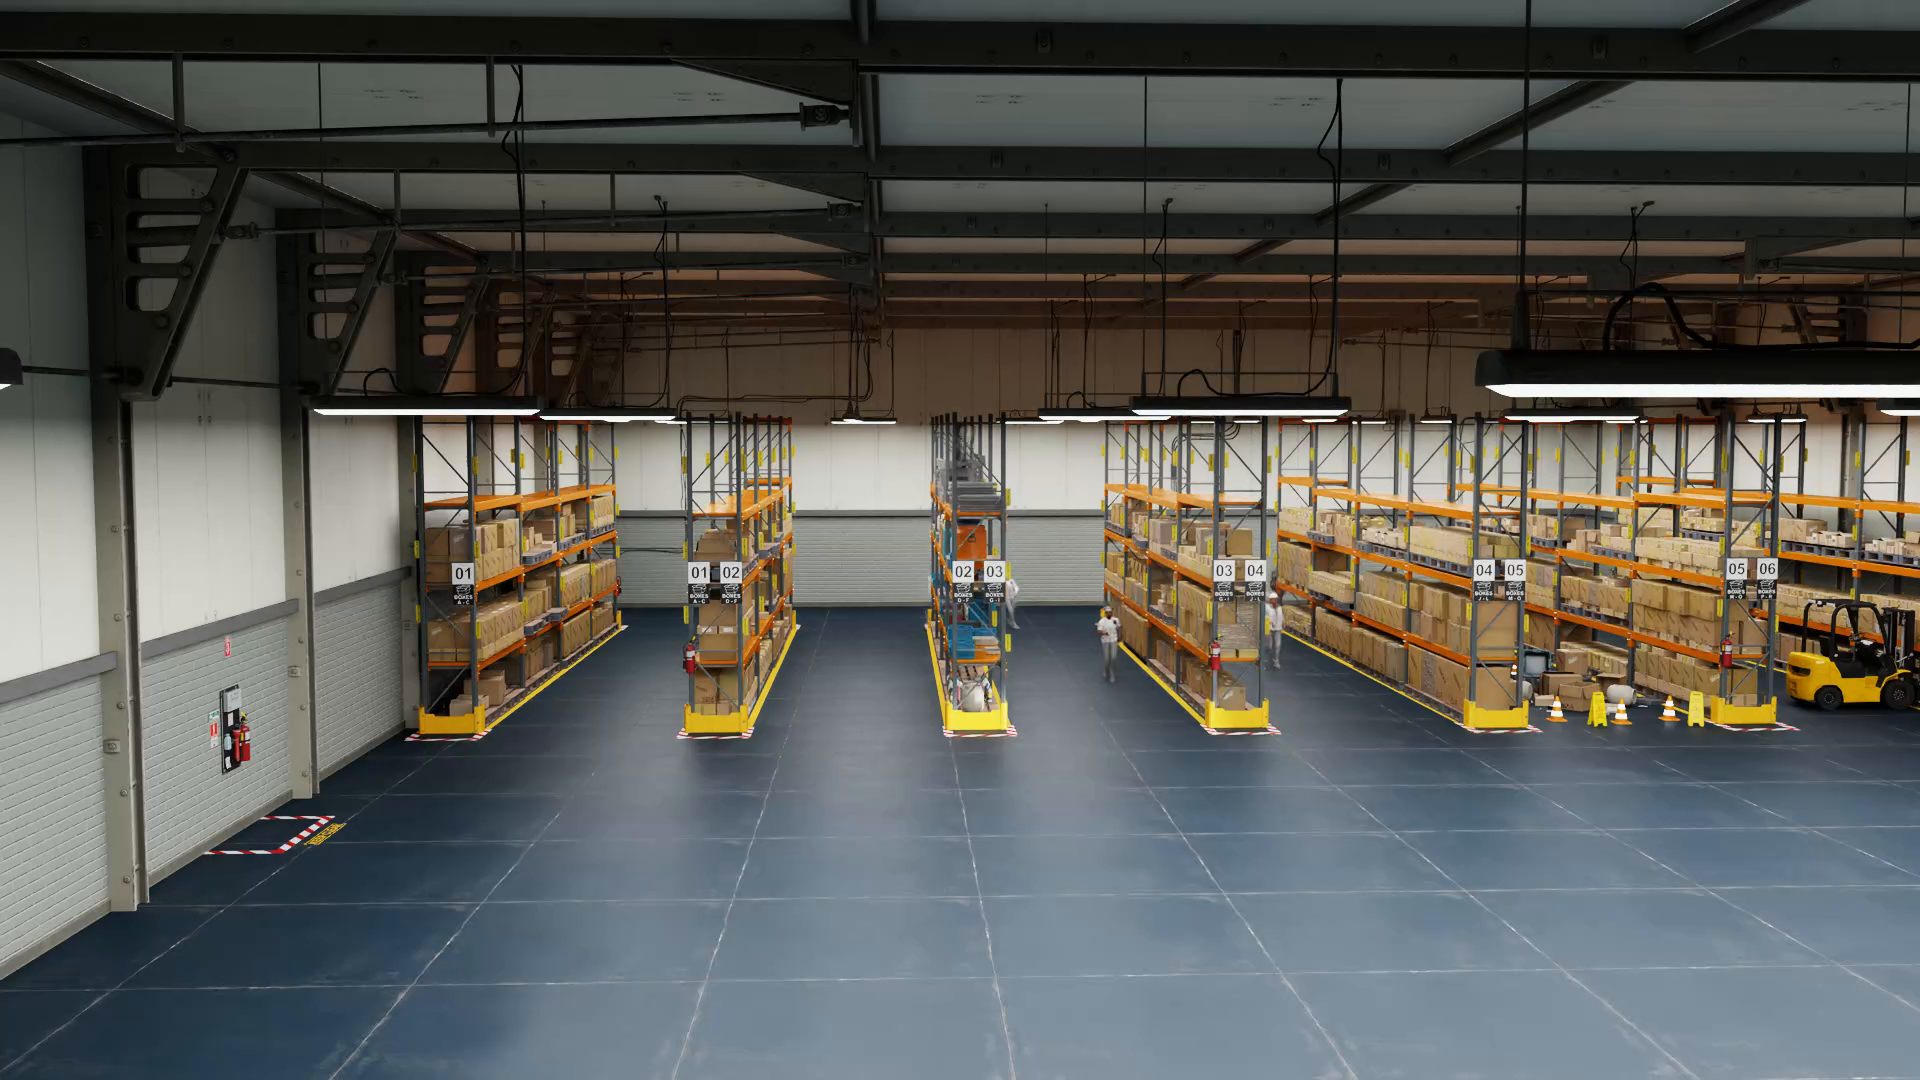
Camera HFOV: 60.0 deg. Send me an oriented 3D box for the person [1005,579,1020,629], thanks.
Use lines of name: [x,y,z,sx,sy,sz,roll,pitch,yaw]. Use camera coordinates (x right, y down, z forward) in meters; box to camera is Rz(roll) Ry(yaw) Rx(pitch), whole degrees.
person: [1.362,1.679,47.227,0.676,1.656,0.770,-1,4,-19]

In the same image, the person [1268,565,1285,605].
person: [9.433,1.496,49.588,0.631,1.690,0.640,-3,5,-37]

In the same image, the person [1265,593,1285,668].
person: [7.474,2.143,39.756,0.684,1.775,0.794,-1,4,-16]

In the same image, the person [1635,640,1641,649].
person: [16.582,2.094,40.229,0.692,1.796,0.889,0,4,-2]

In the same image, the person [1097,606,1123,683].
person: [3.391,2.344,37.551,0.583,1.736,0.765,0,4,4]
